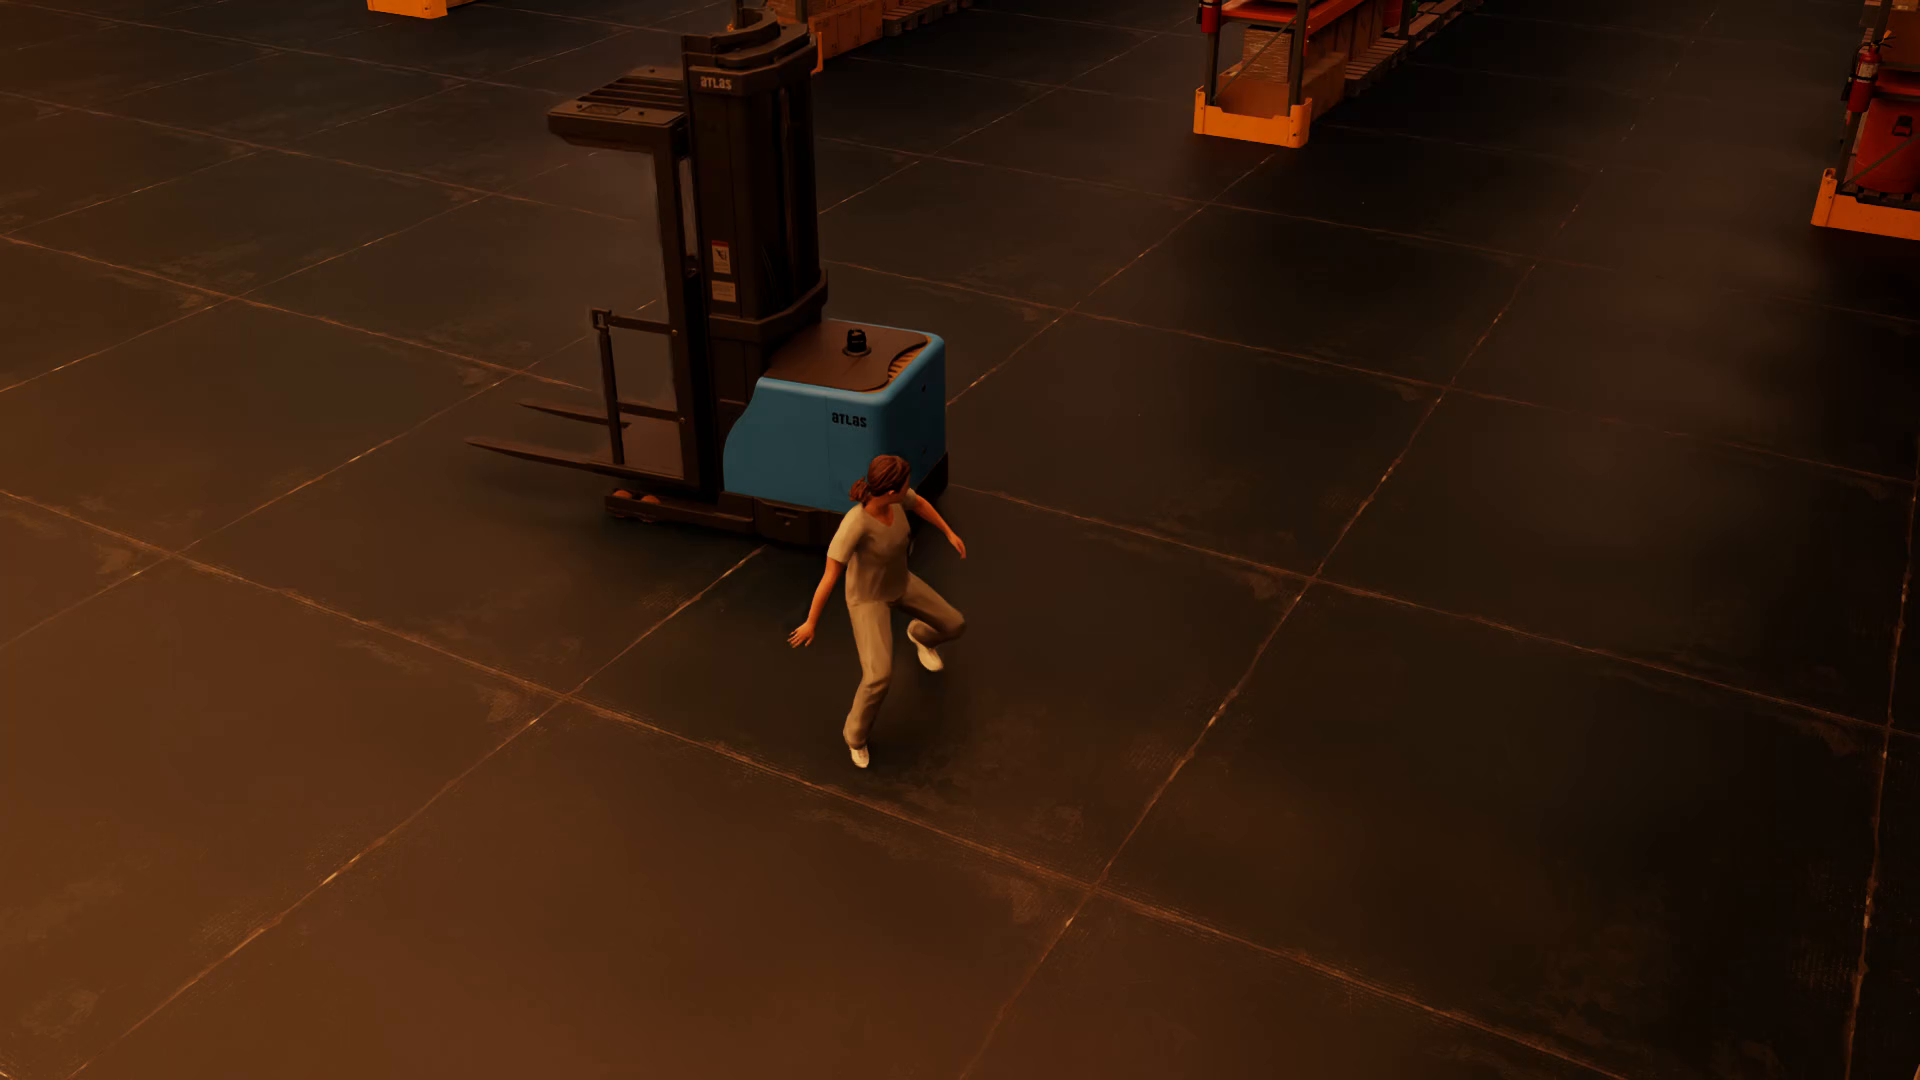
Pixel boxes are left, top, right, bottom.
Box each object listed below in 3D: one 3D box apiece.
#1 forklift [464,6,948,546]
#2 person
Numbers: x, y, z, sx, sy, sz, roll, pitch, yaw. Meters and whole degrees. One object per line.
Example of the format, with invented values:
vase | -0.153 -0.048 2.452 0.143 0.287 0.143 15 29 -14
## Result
forklift | -1.648 -1.609 9.858 3.031 2.935 1.130 10 32 17
person | -0.382 0.279 8.058 0.507 1.566 1.059 23 37 34
